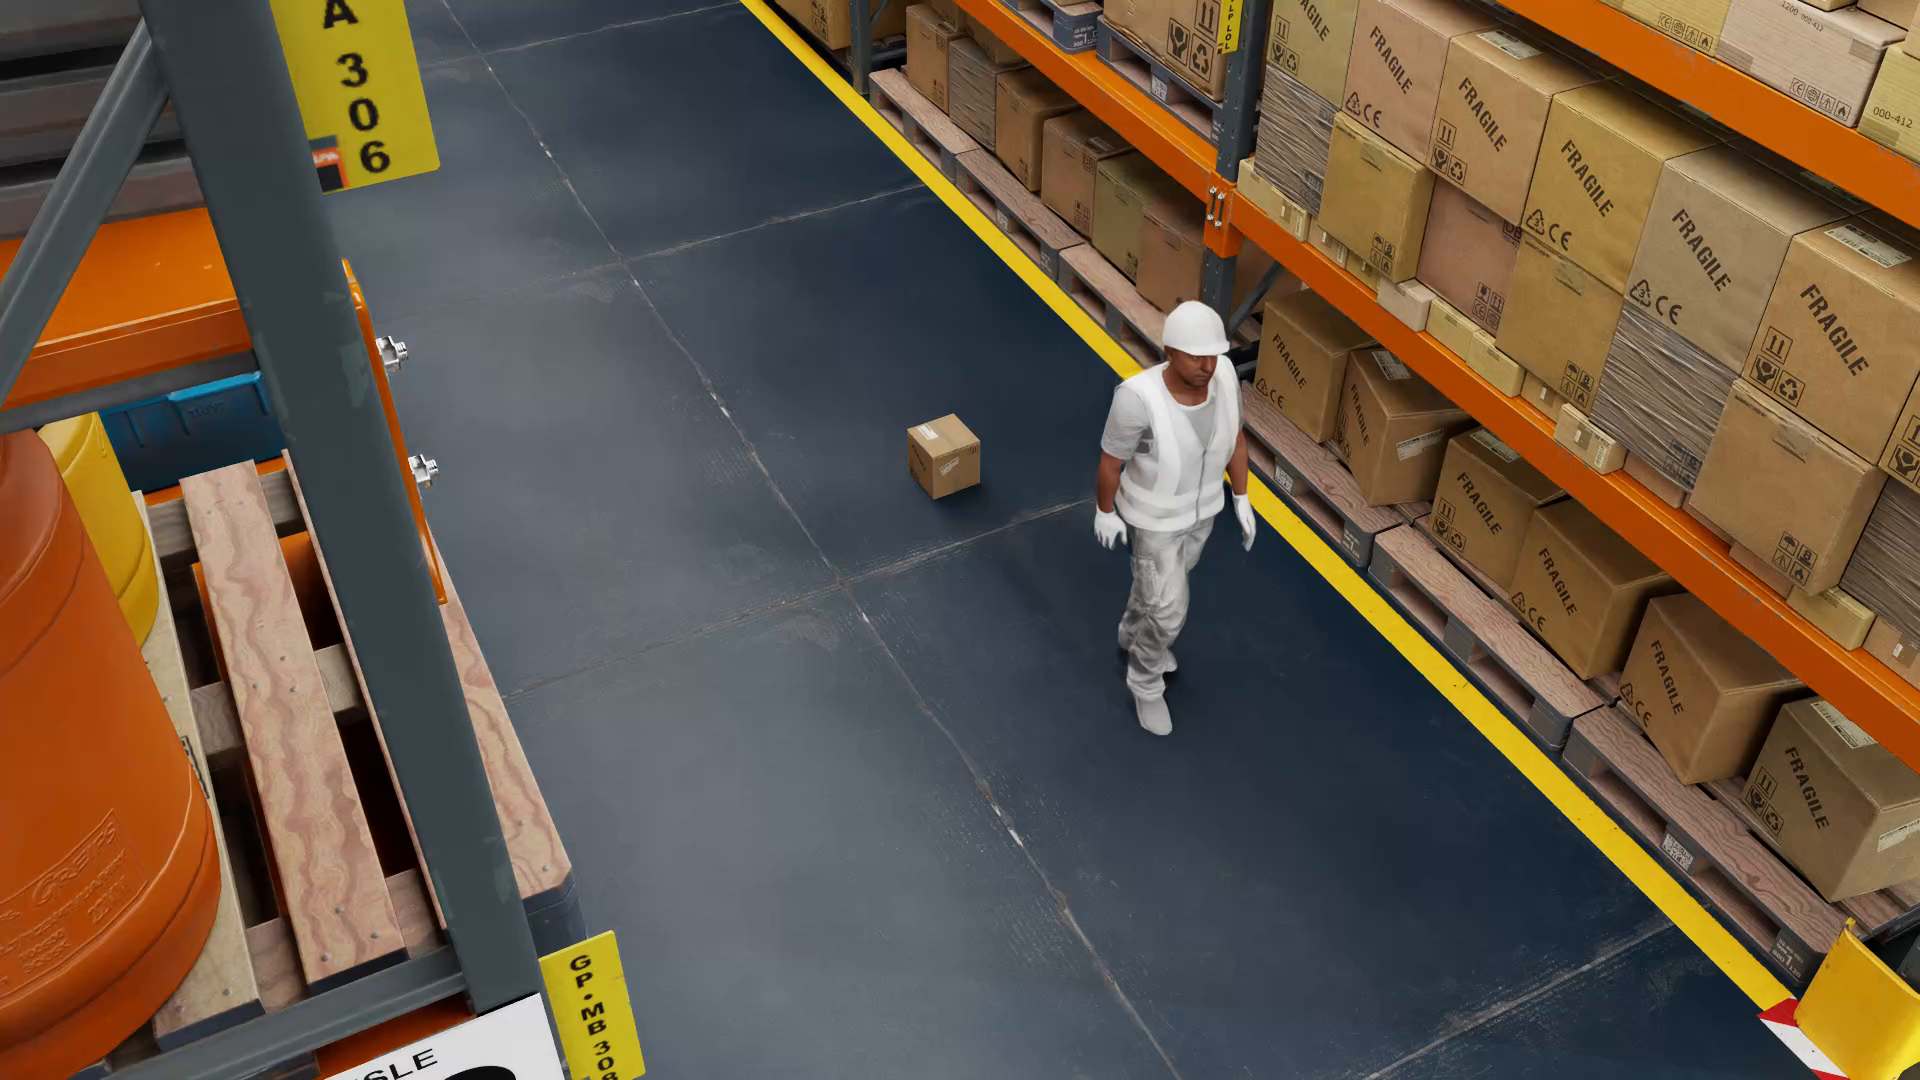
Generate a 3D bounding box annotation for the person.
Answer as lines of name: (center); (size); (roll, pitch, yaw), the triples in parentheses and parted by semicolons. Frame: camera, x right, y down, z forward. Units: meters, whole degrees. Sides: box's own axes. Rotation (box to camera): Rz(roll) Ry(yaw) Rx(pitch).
person: (0.804, -0.089, 6.255); (0.564, 1.842, 0.526); (-24, 46, -25)
